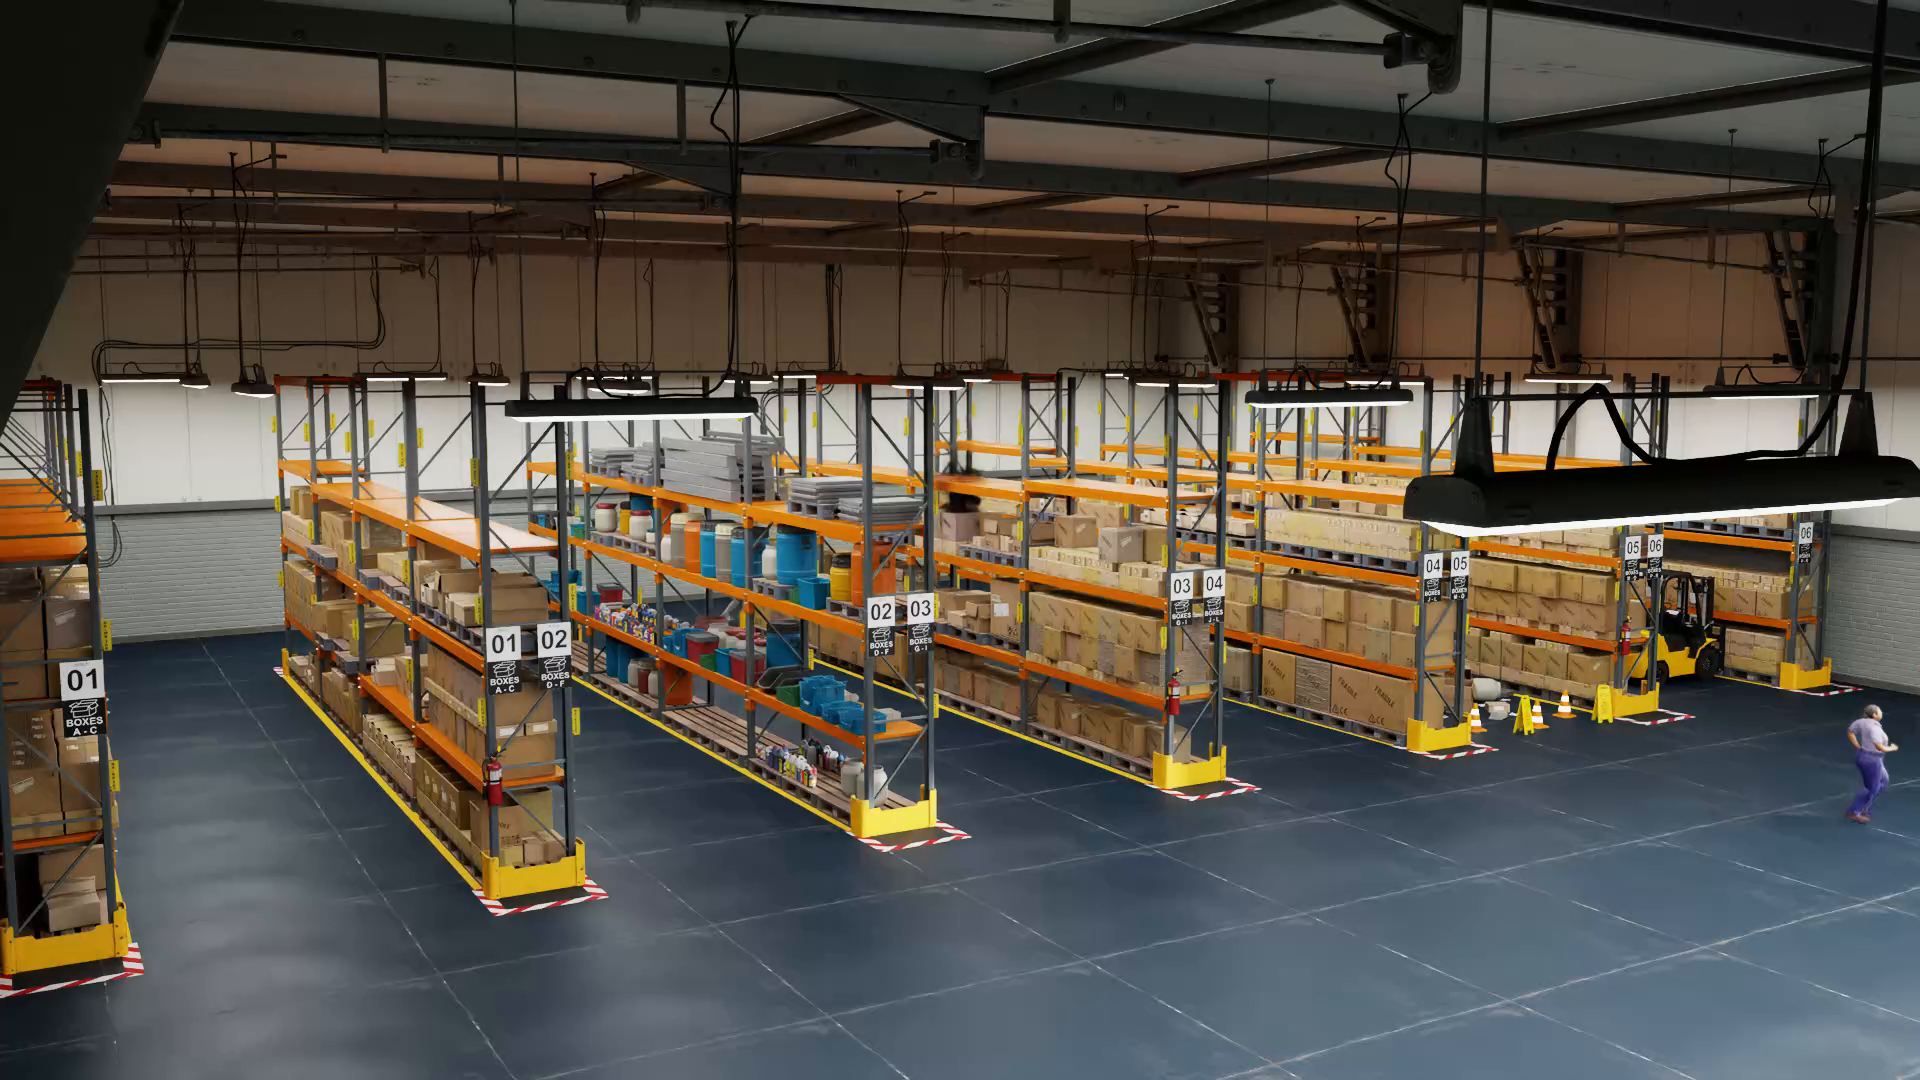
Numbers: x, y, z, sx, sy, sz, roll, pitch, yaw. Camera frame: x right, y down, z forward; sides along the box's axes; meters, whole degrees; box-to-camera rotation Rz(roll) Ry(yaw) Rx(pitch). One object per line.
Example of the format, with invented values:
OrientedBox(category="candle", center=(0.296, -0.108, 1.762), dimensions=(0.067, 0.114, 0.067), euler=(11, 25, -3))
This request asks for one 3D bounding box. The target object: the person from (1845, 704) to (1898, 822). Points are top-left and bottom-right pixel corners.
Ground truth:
OrientedBox(category="person", center=(12.423, 3.042, 22.671), dimensions=(0.604, 1.641, 0.667), euler=(1, 6, 9))

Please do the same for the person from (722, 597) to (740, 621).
OrientedBox(category="person", center=(-5.293, 1.118, 39.732), dimensions=(0.802, 1.808, 0.673), euler=(-1, 6, -9))
